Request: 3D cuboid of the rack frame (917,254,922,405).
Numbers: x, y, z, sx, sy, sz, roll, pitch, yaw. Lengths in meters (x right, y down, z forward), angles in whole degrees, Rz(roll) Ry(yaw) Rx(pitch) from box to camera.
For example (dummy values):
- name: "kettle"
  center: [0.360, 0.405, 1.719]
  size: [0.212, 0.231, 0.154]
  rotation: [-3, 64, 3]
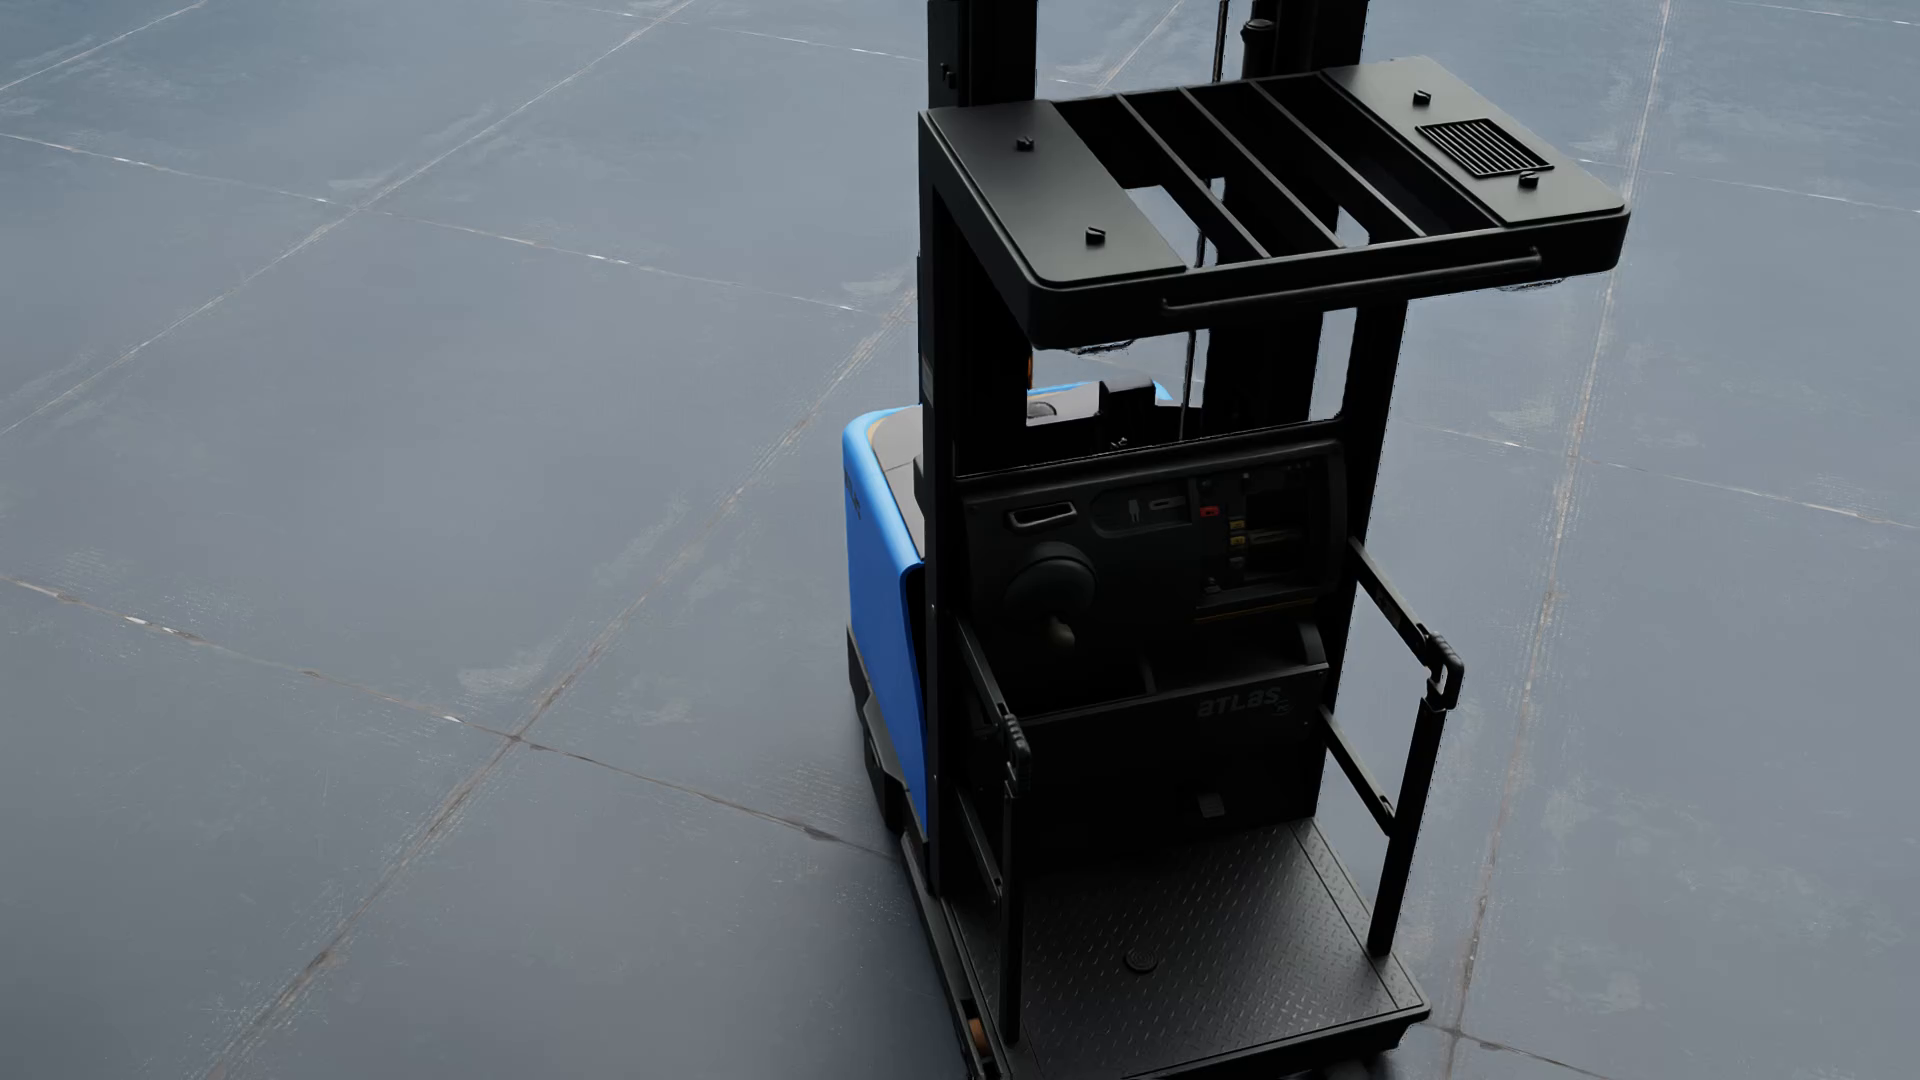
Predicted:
- name: "rack frame"
  center: [-0.030, -0.437, 5.833]
  size: [0.240, 1.200, 0.015]
  rotation: [14, 39, 18]

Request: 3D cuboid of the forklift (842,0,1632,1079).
- name: "forklift"
  center: [0.522, 0.083, 3.690]
  size: [1.130, 2.935, 3.031]
  rotation: [-10, 38, -12]

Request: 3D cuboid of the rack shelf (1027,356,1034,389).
- name: "rack shelf"
  center: [0.063, -0.518, 6.054]
  size: [0.258, 0.148, 0.480]
  rotation: [14, 39, 18]

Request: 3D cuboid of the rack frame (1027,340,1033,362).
- name: "rack frame"
  center: [0.156, -0.707, 6.194]
  size: [0.240, 1.200, 0.015]
  rotation: [14, 39, 18]

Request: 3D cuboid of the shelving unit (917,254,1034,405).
- name: "shelving unit"
  center: [0.063, -0.572, 6.013]
  size: [0.258, 1.200, 0.503]
  rotation: [14, 39, 18]
